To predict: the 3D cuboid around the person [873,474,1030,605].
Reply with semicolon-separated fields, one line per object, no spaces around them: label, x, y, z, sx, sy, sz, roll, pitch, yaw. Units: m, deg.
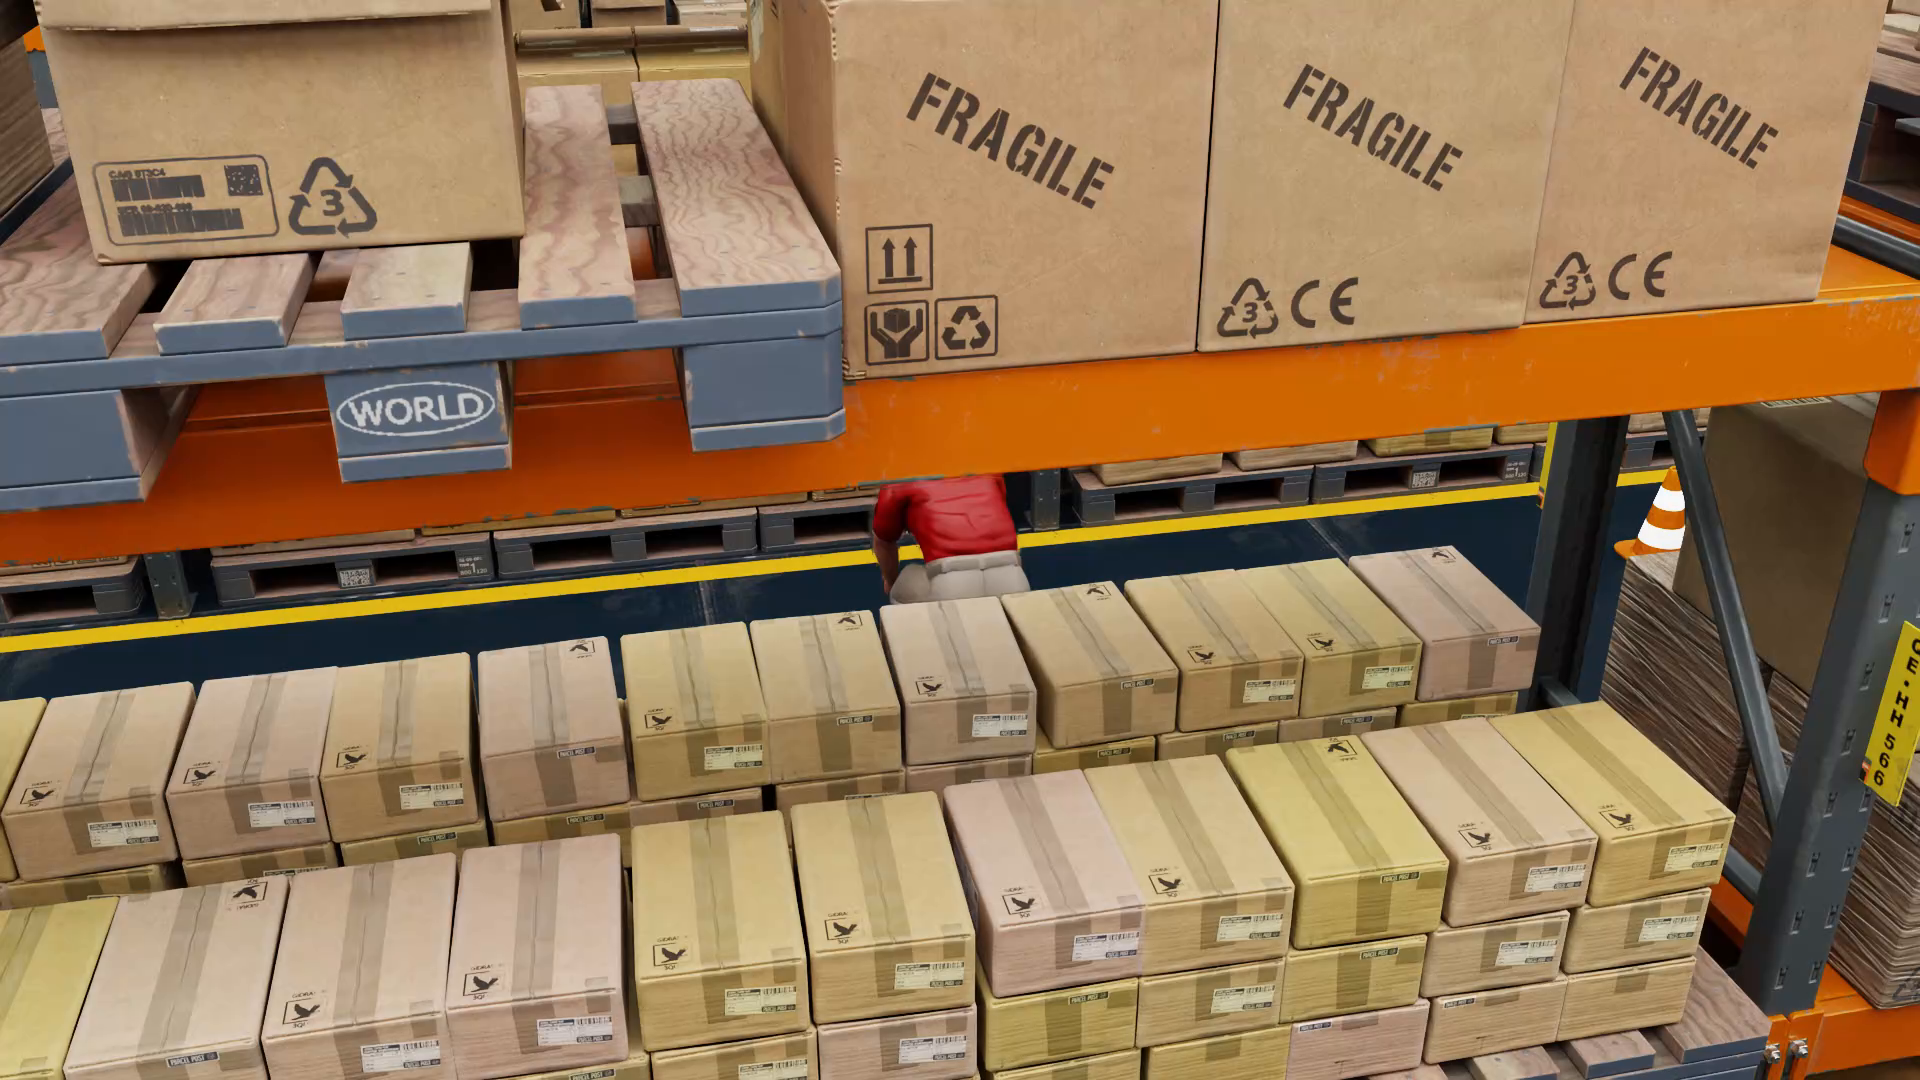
person;-0.034;0.109;6.668;0.564;1.061;0.850;-6;27;-12
